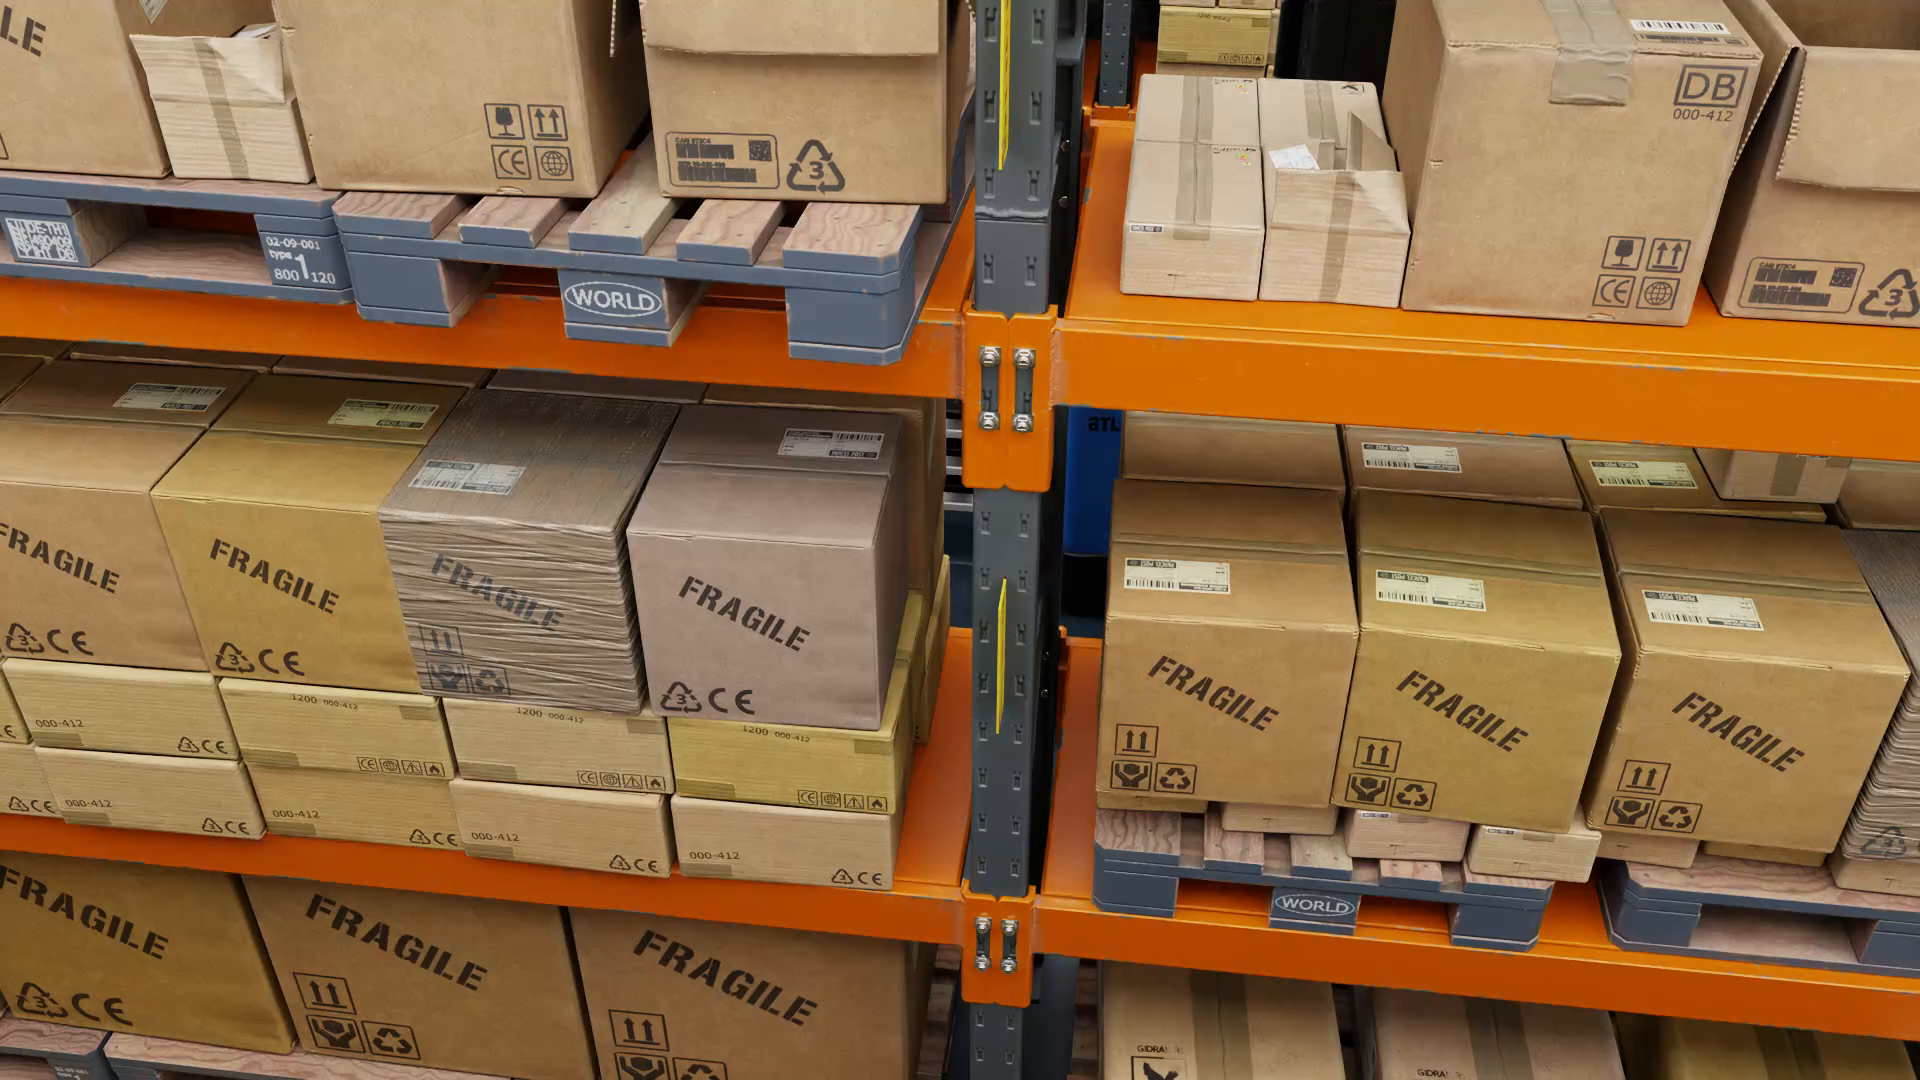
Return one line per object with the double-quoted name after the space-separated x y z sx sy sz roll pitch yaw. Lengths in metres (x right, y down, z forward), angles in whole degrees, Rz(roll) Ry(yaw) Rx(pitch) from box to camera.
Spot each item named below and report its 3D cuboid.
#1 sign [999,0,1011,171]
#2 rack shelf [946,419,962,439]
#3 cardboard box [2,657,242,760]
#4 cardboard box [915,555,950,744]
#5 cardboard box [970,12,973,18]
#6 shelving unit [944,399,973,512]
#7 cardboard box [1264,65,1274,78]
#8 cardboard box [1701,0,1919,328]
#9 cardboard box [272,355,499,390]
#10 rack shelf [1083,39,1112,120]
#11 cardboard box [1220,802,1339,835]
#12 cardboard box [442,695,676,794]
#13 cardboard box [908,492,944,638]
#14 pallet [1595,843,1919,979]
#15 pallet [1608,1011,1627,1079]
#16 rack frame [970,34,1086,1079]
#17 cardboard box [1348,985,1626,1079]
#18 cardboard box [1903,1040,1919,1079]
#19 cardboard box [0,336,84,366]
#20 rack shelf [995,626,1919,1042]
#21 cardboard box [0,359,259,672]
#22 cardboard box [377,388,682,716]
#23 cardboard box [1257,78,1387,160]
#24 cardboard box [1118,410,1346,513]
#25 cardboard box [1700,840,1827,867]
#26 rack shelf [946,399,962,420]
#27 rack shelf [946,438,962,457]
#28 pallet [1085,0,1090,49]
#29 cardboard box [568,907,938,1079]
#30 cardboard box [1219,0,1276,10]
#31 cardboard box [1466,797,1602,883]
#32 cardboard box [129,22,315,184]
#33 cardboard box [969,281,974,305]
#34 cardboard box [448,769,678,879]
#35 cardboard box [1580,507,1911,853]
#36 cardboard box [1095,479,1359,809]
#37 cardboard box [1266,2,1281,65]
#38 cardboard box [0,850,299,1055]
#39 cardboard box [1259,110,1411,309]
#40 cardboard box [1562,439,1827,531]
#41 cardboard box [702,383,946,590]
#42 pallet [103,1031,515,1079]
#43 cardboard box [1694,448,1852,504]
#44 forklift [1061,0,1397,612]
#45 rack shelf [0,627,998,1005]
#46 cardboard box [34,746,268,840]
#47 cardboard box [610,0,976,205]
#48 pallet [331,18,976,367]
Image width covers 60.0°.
0.071 -0.757 2.633 0.005 0.325 0.100 4 36 6 "sign"
-0.008 -0.486 6.904 0.200 0.077 0.258 4 36 6 "rack shelf"
-1.897 0.255 4.009 0.500 0.250 0.500 3 36 5 "cardboard box"
-0.303 0.267 4.423 0.500 0.250 0.500 4 36 5 "cardboard box"
0.078 -2.369 7.842 0.250 0.149 0.380 5 36 7 "cardboard box"
-0.008 -0.367 6.989 0.210 0.900 0.258 4 36 6 "shelving unit"
1.686 -2.198 7.877 0.500 0.250 0.500 4 36 5 "cardboard box"
1.667 -0.779 3.089 0.637 0.503 0.797 4 36 6 "cardboard box"
-1.312 -0.316 4.164 0.500 0.500 0.500 5 36 7 "cardboard box"
-1.205 -2.328 8.549 4.000 0.370 1.077 4 36 6 "rack shelf"
0.725 0.490 3.836 0.250 0.149 0.380 2 36 3 "cardboard box"
-0.872 0.320 3.919 0.500 0.250 0.500 3 36 5 "cardboard box"
-0.321 0.065 4.276 0.500 0.250 0.500 4 36 6 "cardboard box"
2.119 0.588 4.009 1.213 0.211 1.003 4 36 6 "pallet"
2.132 1.673 4.725 1.213 0.211 1.003 4 36 6 "pallet"
0.150 0.387 4.125 0.127 3.000 1.000 4 36 6 "rack frame"
1.442 1.383 4.630 0.625 0.372 0.950 4 36 5 "cardboard box"
2.884 1.493 4.476 0.625 0.372 0.950 6 36 9 "cardboard box"
-2.328 -0.385 4.261 0.500 0.500 0.500 5 36 7 "cardboard box"
2.134 0.828 4.127 4.000 0.370 1.077 4 36 6 "rack shelf"
-1.899 -0.063 3.810 0.500 0.500 0.500 4 36 5 "cardboard box"
-0.906 0.019 3.695 0.500 0.500 0.500 5 36 7 "cardboard box"
0.737 -0.815 3.444 0.250 0.149 0.380 4 36 6 "cardboard box"
0.637 -0.072 4.065 0.500 0.500 0.500 3 36 5 "cardboard box"
1.795 0.540 3.765 0.250 0.149 0.380 6 36 8 "cardboard box"
-0.008 -0.560 6.852 0.200 0.077 0.258 4 36 6 "rack shelf"
-0.008 -0.413 6.957 0.200 0.077 0.258 4 36 6 "rack shelf"
0.098 -2.405 8.202 1.003 0.211 1.213 4 36 6 "pallet"
-0.524 0.982 4.759 0.875 0.875 0.875 4 36 6 "cardboard box"
1.322 -2.565 7.618 0.250 0.149 0.380 5 36 7 "cardboard box"
1.261 0.569 3.725 0.250 0.149 0.380 4 36 6 "cardboard box"
-1.260 -0.850 3.031 0.258 0.266 0.396 3 36 5 "cardboard box"
0.332 -1.534 8.607 0.500 0.500 0.500 5 36 7 "cardboard box"
-0.893 0.532 4.052 0.500 0.250 0.500 5 36 7 "cardboard box"
1.612 0.291 3.556 0.500 0.500 0.500 5 36 7 "cardboard box"
0.567 0.221 3.654 0.500 0.500 0.500 3 36 5 "cardboard box"
1.684 -2.404 7.735 0.500 0.250 0.500 5 36 7 "cardboard box"
-2.295 0.847 4.948 0.875 0.875 0.875 5 36 7 "cardboard box"
0.694 -0.639 3.097 0.258 0.266 0.396 4 36 6 "cardboard box"
1.651 -0.003 3.969 0.500 0.500 0.500 2 36 3 "cardboard box"
-0.308 -0.238 4.054 0.500 0.500 0.500 3 36 4 "cardboard box"
-1.829 1.329 5.206 1.213 0.211 1.003 4 36 6 "pallet"
1.809 -0.251 3.757 0.250 0.149 0.380 3 36 4 "cardboard box"
1.896 -1.147 6.334 3.031 2.935 1.130 1 36 2 "forklift"
-1.833 0.532 4.542 4.000 0.370 1.077 4 36 6 "rack shelf"
-1.900 0.464 4.147 0.500 0.250 0.500 4 36 5 "cardboard box"
-0.243 -0.988 3.019 0.637 0.503 0.797 2 36 3 "cardboard box"
-0.495 -0.774 3.333 1.003 0.211 1.213 6 36 8 "pallet"
